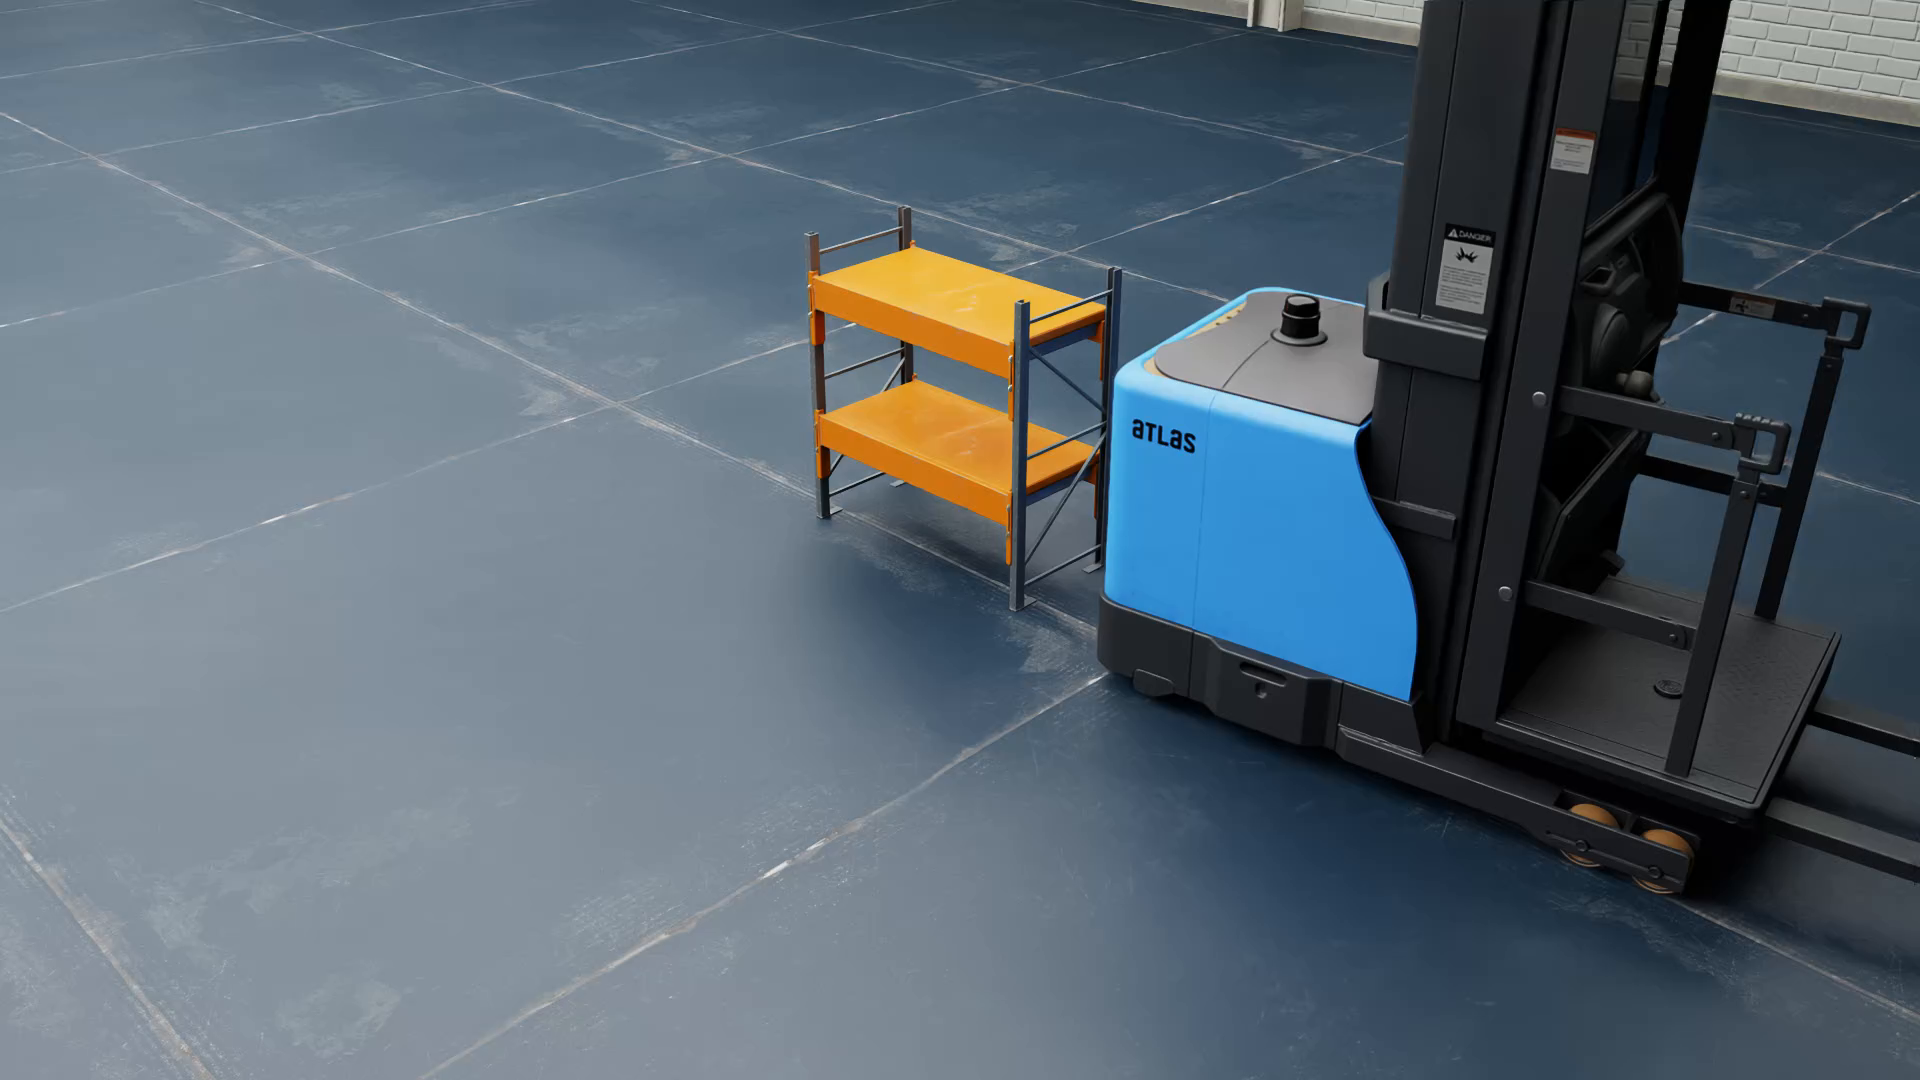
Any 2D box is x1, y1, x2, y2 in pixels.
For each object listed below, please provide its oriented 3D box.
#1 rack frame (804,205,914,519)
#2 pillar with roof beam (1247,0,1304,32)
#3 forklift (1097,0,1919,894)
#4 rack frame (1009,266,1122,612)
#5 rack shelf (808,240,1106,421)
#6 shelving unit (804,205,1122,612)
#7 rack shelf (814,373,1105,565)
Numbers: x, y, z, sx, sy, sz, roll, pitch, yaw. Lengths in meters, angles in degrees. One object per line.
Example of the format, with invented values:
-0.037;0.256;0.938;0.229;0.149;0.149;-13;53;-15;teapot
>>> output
-0.367;-0.666;6.308;0.032;1.125;0.500;25;36;38;rack frame
-0.156;-7.232;10.334;0.400;9.000;9.100;25;36;38;pillar with roof beam
1.937;-0.633;4.305;3.031;2.935;1.130;18;33;31;forklift
0.358;-0.334;5.677;0.032;1.125;0.500;25;36;38;rack frame
-0.005;-0.759;5.856;1.000;0.278;0.538;25;36;38;rack shelf
-0.005;-0.500;5.992;1.048;1.125;0.538;25;36;38;shelving unit
-0.005;-0.284;6.106;1.000;0.278;0.538;25;36;38;rack shelf
